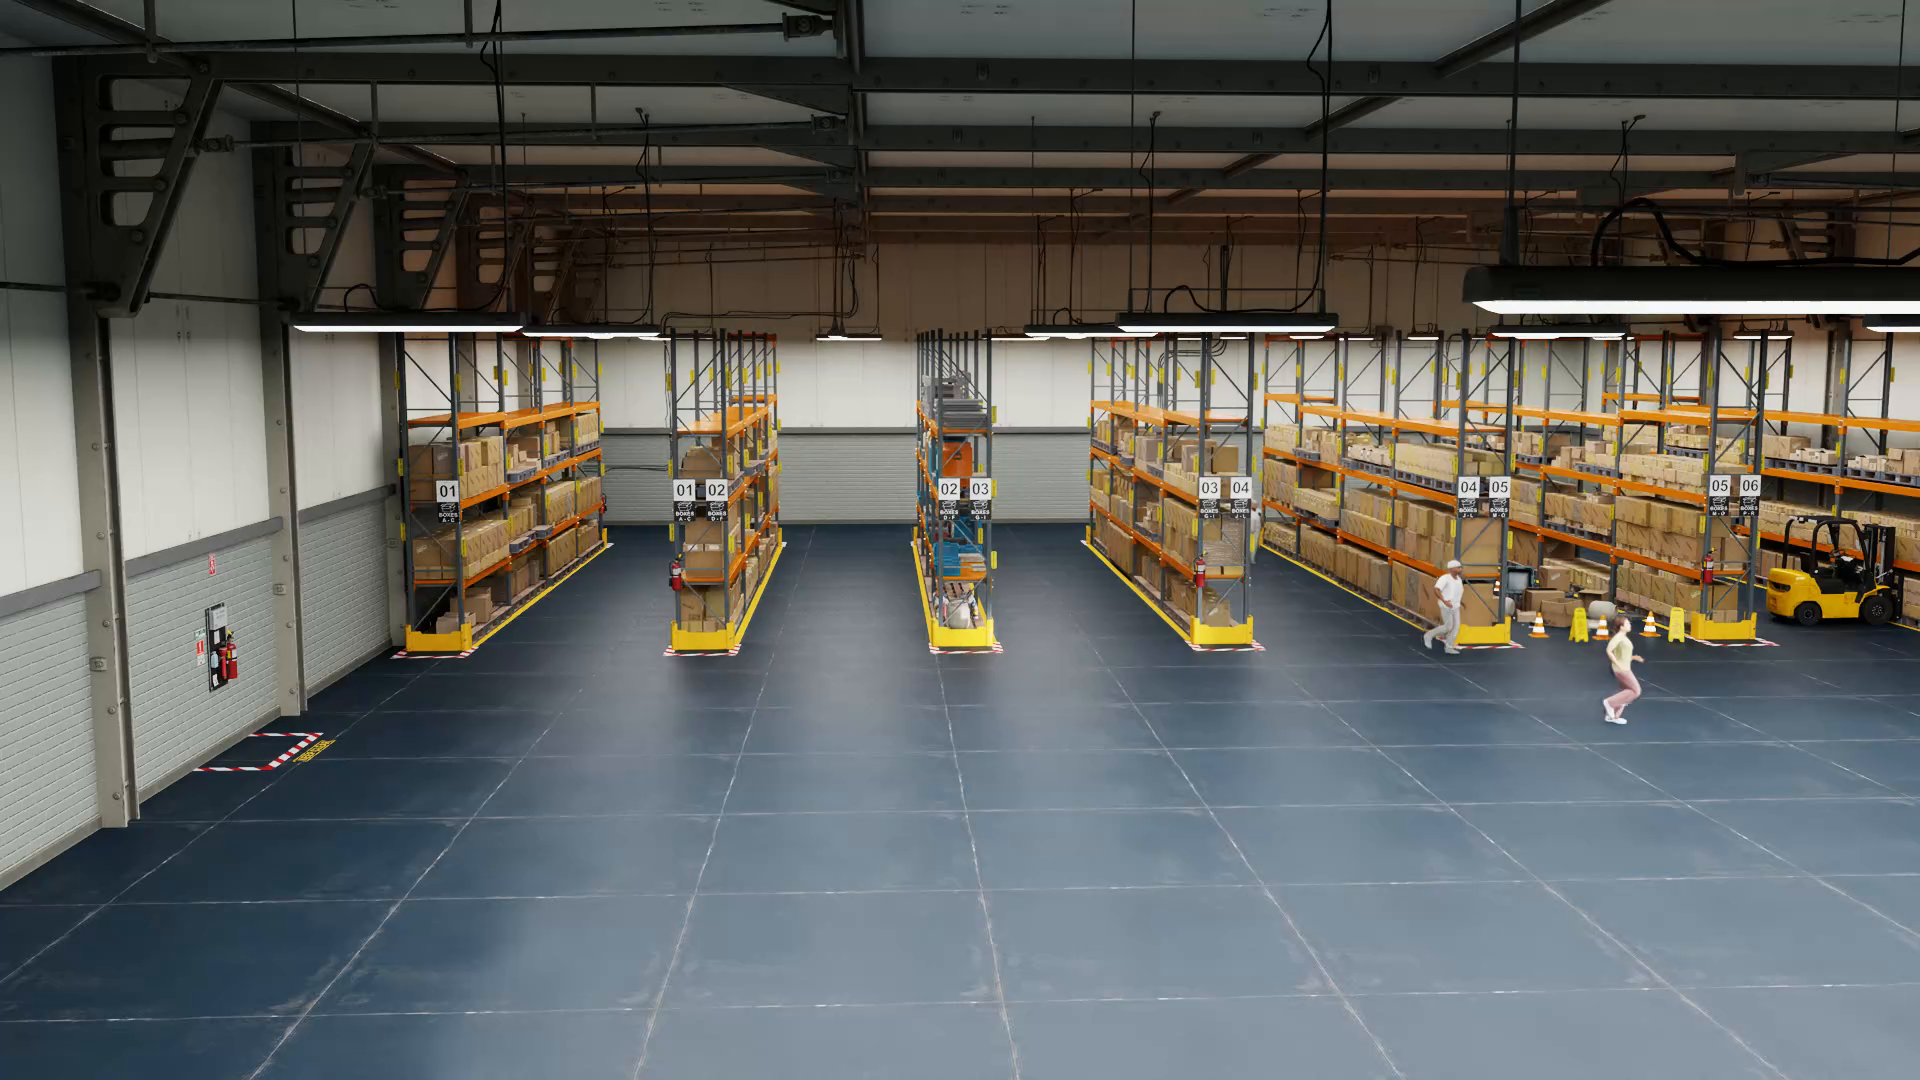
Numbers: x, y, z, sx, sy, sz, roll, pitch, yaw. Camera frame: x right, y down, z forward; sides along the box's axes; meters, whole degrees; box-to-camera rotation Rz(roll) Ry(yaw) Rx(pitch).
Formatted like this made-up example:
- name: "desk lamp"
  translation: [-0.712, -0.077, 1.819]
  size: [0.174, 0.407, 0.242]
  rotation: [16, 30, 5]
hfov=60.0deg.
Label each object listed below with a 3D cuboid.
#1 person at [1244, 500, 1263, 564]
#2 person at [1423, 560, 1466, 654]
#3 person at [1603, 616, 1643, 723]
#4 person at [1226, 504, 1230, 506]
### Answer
- name: "person"
  translation: [7.701, -0.234, 43.814]
  size: [0.631, 1.656, 0.816]
  rotation: [-1, 7, -6]
- name: "person"
  translation: [9.115, 1.233, 30.945]
  size: [0.744, 1.724, 0.722]
  rotation: [-6, 9, -40]
- name: "person"
  translation: [10.019, 1.964, 25.097]
  size: [0.537, 1.630, 0.573]
  rotation: [3, 7, 24]
- name: "person"
  translation: [7.312, -0.749, 47.784]
  size: [0.793, 1.699, 0.567]
  rotation: [7, 9, 44]
